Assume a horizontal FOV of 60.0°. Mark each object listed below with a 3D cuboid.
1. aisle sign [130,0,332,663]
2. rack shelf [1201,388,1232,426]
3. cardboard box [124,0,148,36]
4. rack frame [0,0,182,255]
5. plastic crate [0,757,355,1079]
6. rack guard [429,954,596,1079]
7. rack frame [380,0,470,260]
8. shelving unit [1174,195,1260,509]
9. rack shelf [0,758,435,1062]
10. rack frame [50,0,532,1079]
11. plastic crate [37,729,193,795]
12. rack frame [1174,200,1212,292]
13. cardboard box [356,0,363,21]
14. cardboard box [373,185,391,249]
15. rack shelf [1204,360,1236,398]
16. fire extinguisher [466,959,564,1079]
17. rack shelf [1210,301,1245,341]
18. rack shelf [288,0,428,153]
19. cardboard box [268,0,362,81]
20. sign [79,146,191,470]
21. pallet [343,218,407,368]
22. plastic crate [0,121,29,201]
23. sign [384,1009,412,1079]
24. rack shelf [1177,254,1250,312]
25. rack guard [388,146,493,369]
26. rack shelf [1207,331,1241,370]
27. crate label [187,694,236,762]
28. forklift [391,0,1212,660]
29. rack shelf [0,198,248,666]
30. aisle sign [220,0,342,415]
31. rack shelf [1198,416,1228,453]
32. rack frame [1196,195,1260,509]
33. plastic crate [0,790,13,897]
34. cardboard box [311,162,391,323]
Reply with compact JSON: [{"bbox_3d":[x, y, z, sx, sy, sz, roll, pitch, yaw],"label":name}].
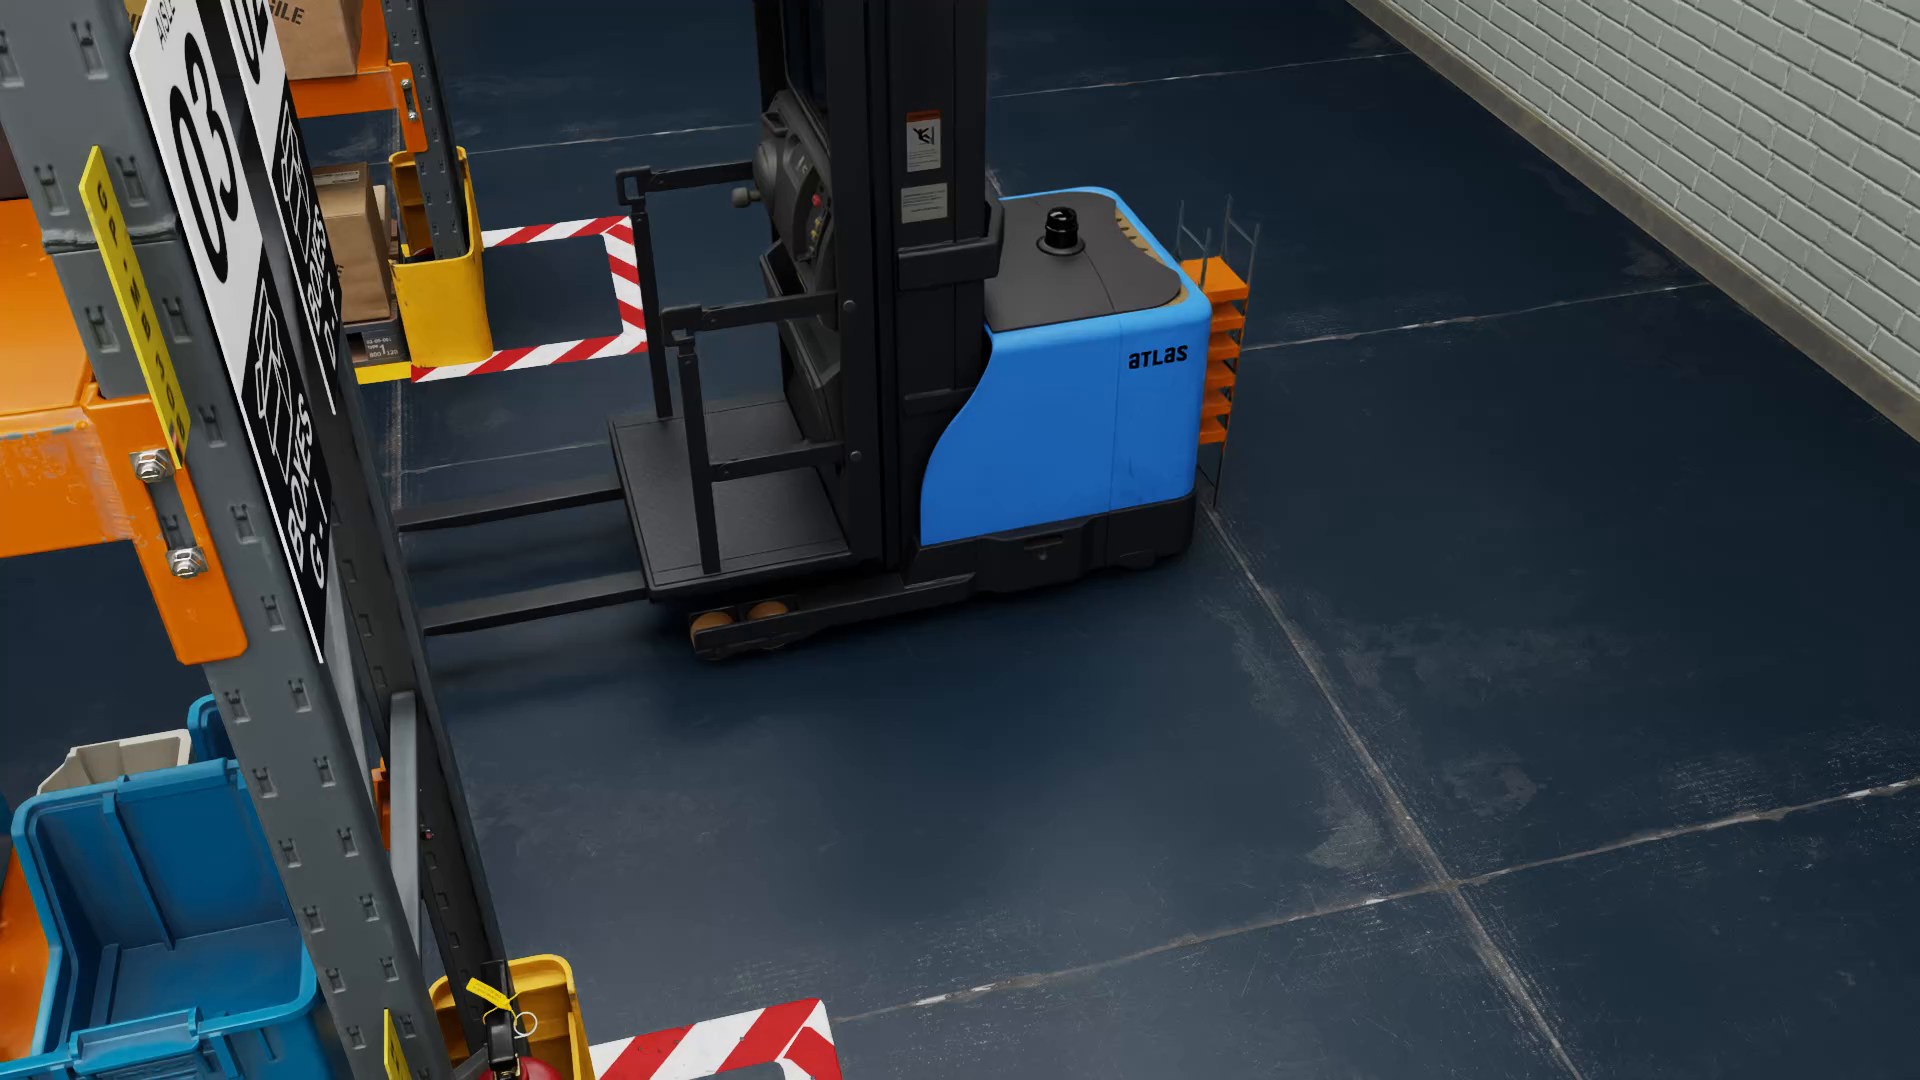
[{"bbox_3d":[-0.853,-0.274,2.000,0.004,0.787,0.394,-9,38,-12],"label":"aisle sign"},{"bbox_3d":[0.874,-0.522,6.210,0.180,0.103,0.258,-10,38,-16],"label":"rack shelf"},{"bbox_3d":[-3.148,-2.033,6.356,0.500,0.500,0.500,-9,38,-12],"label":"cardboard box"},{"bbox_3d":[-0.999,-1.785,1.177,0.127,3.000,1.000,-9,38,-12],"label":"rack frame"},{"bbox_3d":[-1.273,0.723,2.758,0.499,0.435,0.616,-9,38,-12],"label":"plastic crate"},{"bbox_3d":[-0.979,1.580,3.774,0.348,0.500,1.175,-9,38,-12],"label":"rack guard"},{"bbox_3d":[-2.287,-2.308,6.798,0.127,3.000,1.000,-9,38,-12],"label":"rack frame"},{"bbox_3d":[0.880,-0.654,6.112,0.189,1.200,0.258,-10,38,-16],"label":"shelving unit"},{"bbox_3d":[-2.930,1.201,2.804,4.000,0.370,1.077,-9,38,-12],"label":"rack shelf"},{"bbox_3d":[-0.999,0.598,2.999,0.127,3.000,1.000,-9,38,-12],"label":"rack frame"},{"bbox_3d":[-1.654,0.527,3.260,0.298,0.136,0.250,-9,38,-12],"label":"plastic crate"},{"bbox_3d":[0.793,-0.639,6.087,0.006,1.200,0.240,-10,38,-16],"label":"rack frame"},{"bbox_3d":[-2.784,-2.432,6.878,0.500,0.500,0.500,-9,38,-11],"label":"cardboard box"},{"bbox_3d":[-2.780,-1.486,7.708,0.250,0.149,0.380,-9,38,-12],"label":"cardboard box"},{"bbox_3d":[0.878,-0.618,6.138,0.180,0.103,0.258,-10,38,-16],"label":"rack shelf"},{"bbox_3d":[-0.735,1.020,2.819,0.183,0.674,0.296,-9,38,-12],"label":"fire extinguisher"},{"bbox_3d":[0.886,-0.810,5.995,0.180,0.103,0.258,-10,38,-16],"label":"rack shelf"},{"bbox_3d":[-4.217,-1.705,6.603,4.000,0.370,1.077,-9,38,-12],"label":"rack shelf"},{"bbox_3d":[-2.648,-2.117,6.466,0.500,0.500,0.500,-8,38,-11],"label":"cardboard box"},{"bbox_3d":[-0.840,-0.232,1.701,0.005,0.325,0.100,-9,38,-12],"label":"sign"},{"bbox_3d":[-3.129,-1.061,7.464,1.213,0.211,1.003,-9,38,-12],"label":"pallet"},{"bbox_3d":[-1.443,-0.644,2.262,0.590,0.269,0.497,-9,38,-12],"label":"plastic crate"},{"bbox_3d":[-0.840,0.853,2.531,0.005,0.325,0.100,-9,38,-12],"label":"sign"},{"bbox_3d":[0.891,-0.906,5.923,0.180,0.103,0.258,-10,38,-16],"label":"rack shelf"},{"bbox_3d":[-2.360,-1.303,7.542,0.348,0.500,1.175,-9,38,-12],"label":"rack guard"},{"bbox_3d":[0.882,-0.714,6.067,0.180,0.103,0.258,-10,38,-16],"label":"rack shelf"},{"bbox_3d":[-1.323,0.487,3.233,0.303,0.233,0.416,-9,38,-12],"label":"crate label"},{"bbox_3d":[-0.717,-1.111,5.290,3.031,2.935,1.130,-11,39,-13],"label":"forklift"},{"bbox_3d":[-2.930,0.009,1.892,4.000,0.370,1.077,-9,38,-12],"label":"rack shelf"},{"bbox_3d":[-1.007,-0.620,2.452,0.004,0.787,0.394,-9,38,-12],"label":"aisle sign"},{"bbox_3d":[0.870,-0.426,6.282,0.180,0.103,0.258,-10,38,-16],"label":"rack shelf"},{"bbox_3d":[0.967,-0.668,6.136,0.006,1.200,0.240,-10,38,-16],"label":"rack frame"},{"bbox_3d":[-1.959,0.591,3.097,0.300,0.233,0.416,-9,38,-12],"label":"plastic crate"},{"bbox_3d":[-2.747,-1.259,7.123,0.500,0.500,0.500,-9,38,-12],"label":"cardboard box"}]
